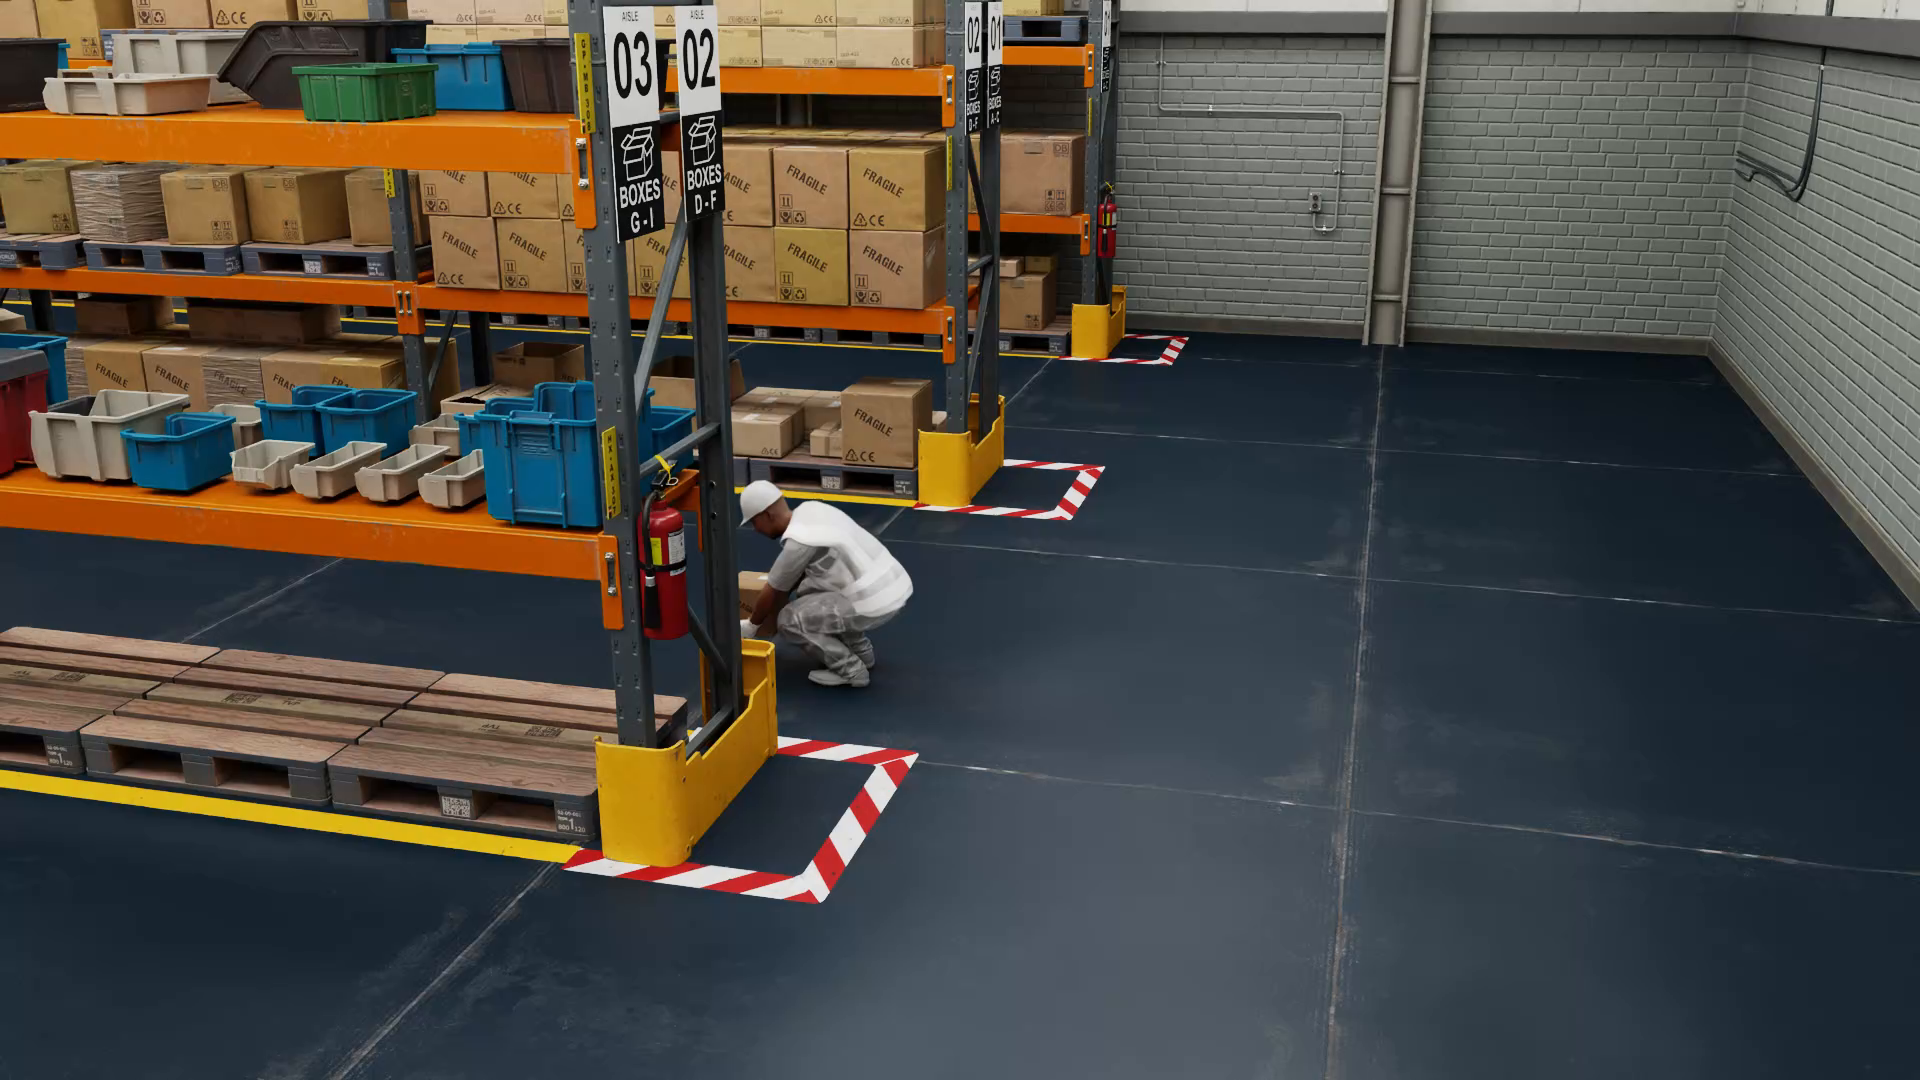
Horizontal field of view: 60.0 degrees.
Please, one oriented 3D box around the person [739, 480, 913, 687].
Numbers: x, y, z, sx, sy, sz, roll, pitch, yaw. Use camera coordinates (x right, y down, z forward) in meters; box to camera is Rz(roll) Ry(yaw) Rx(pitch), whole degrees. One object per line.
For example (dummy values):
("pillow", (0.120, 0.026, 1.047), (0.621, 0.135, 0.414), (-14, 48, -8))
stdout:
("person", (-0.702, 0.197, 8.204), (0.906, 0.998, 0.559), (4, 19, 13))
